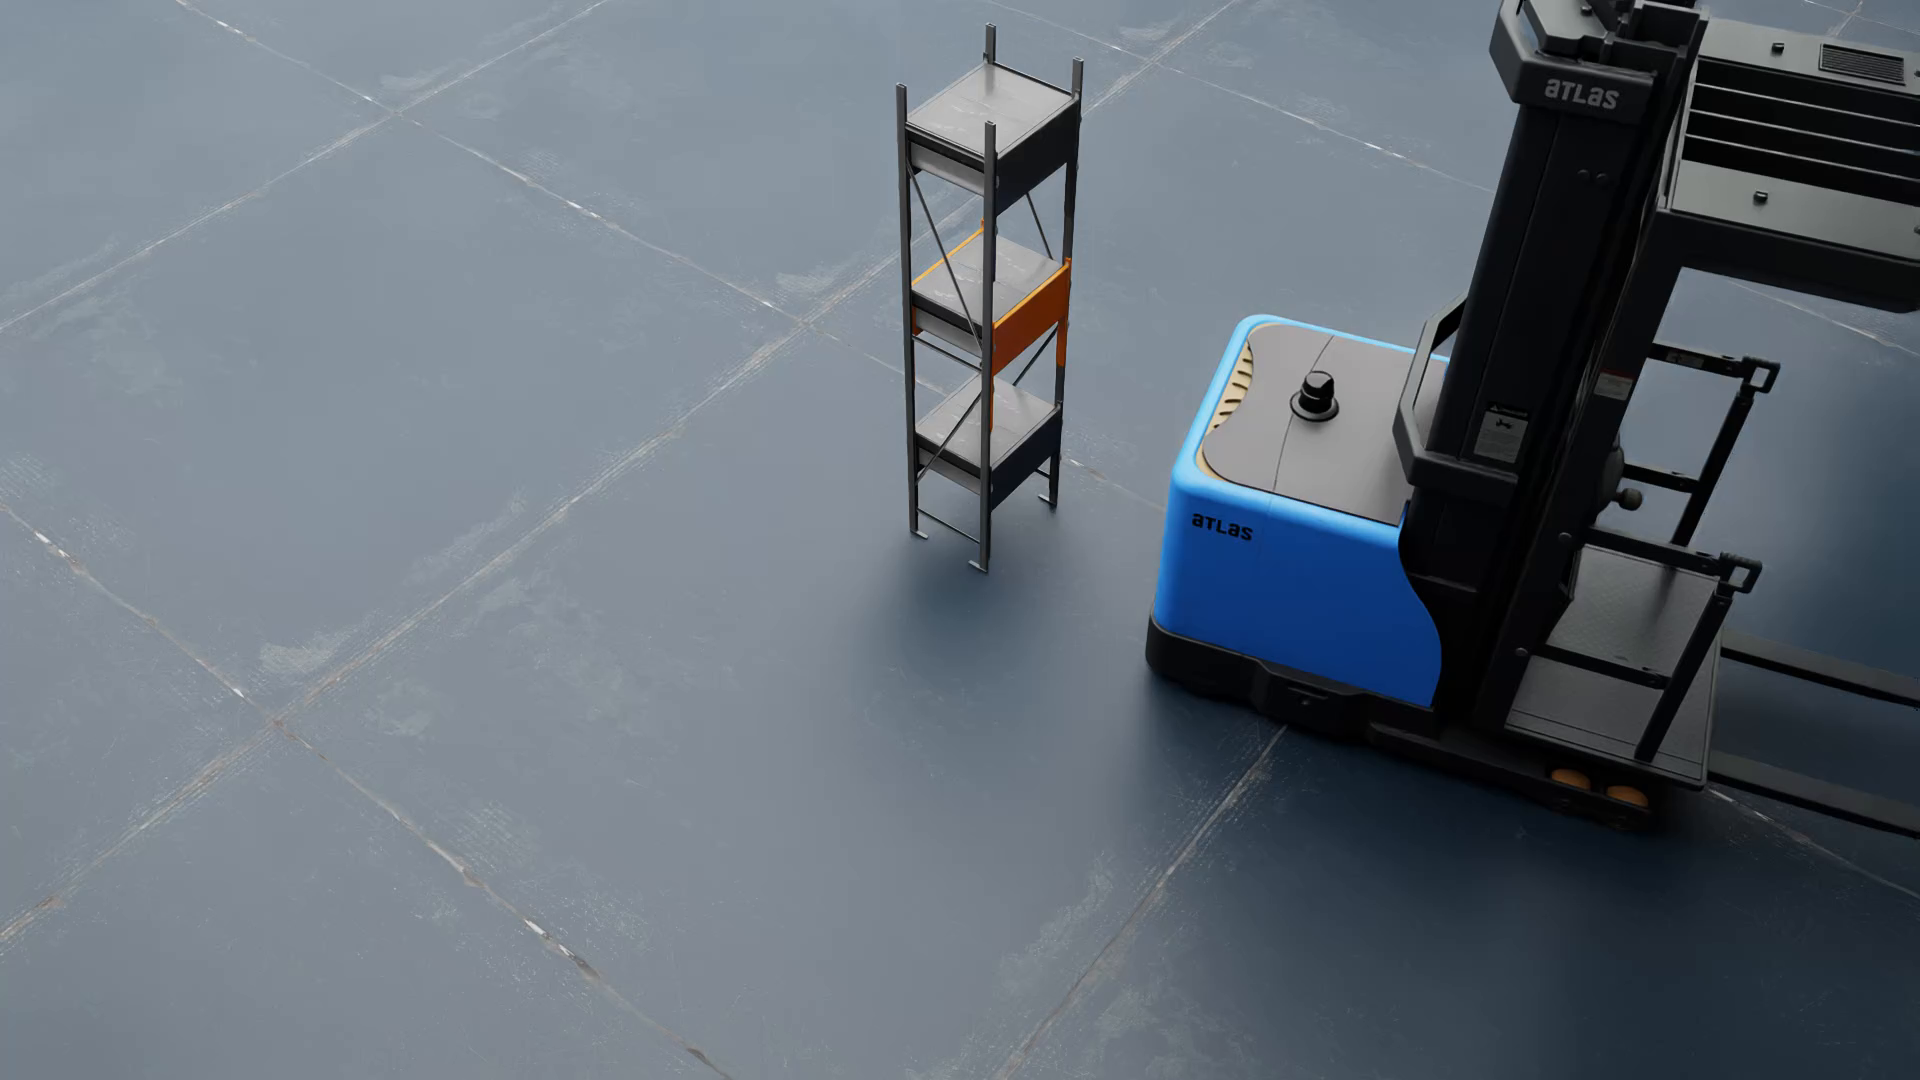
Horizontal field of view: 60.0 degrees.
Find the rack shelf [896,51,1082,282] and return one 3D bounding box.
[{"bbox_3d":[0.101,-1.294,5.750,0.431,0.518,0.480,29,53,25],"label":"rack shelf"}]

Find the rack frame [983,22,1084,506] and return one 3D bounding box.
[{"bbox_3d":[0.250,-0.960,6.379,0.400,2.100,0.015,29,53,25],"label":"rack frame"}]

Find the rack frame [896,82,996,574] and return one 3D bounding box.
[{"bbox_3d":[-0.048,-0.680,6.113,0.400,2.100,0.015,29,53,25],"label":"rack frame"}]

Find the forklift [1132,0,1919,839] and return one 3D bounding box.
[{"bbox_3d":[2.233,-0.434,5.302,3.031,2.935,1.130,16,48,15],"label":"forklift"}]

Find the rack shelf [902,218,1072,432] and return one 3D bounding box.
[{"bbox_3d":[0.101,-0.811,6.256,0.431,0.518,0.480,29,53,25],"label":"rack shelf"}]

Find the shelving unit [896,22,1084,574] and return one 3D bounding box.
[{"bbox_3d":[0.101,-0.820,6.246,0.431,2.100,0.503,29,53,25],"label":"shelving unit"}]

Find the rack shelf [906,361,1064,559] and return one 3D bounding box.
[{"bbox_3d":[0.101,-0.327,6.762,0.431,0.518,0.480,29,53,25],"label":"rack shelf"}]
